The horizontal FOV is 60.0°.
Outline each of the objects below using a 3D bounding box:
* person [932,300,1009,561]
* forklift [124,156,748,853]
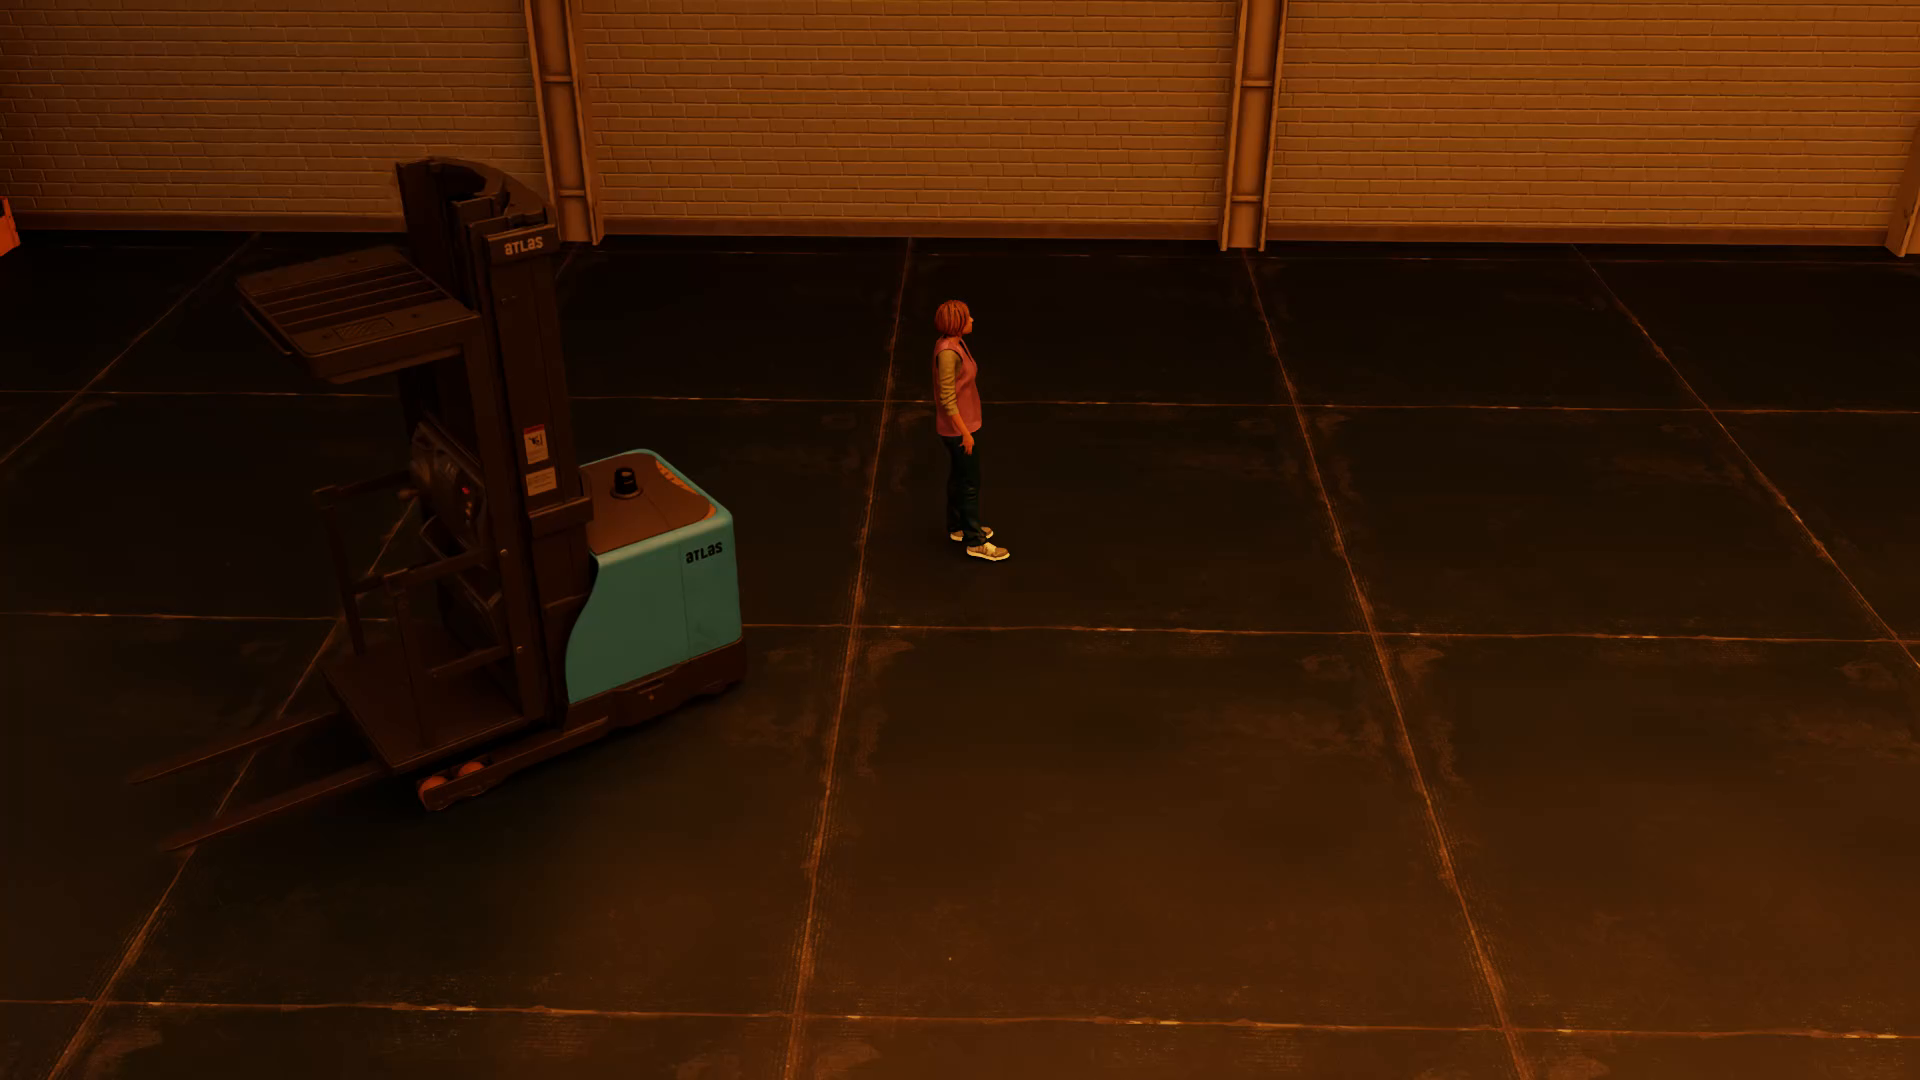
[{"bbox_3d":[0.073,-0.686,10.077,0.475,1.596,0.520,1,31,1],"label":"person"},{"bbox_3d":[-2.655,-0.229,8.003,3.031,2.935,1.130,-21,36,-31],"label":"forklift"}]
